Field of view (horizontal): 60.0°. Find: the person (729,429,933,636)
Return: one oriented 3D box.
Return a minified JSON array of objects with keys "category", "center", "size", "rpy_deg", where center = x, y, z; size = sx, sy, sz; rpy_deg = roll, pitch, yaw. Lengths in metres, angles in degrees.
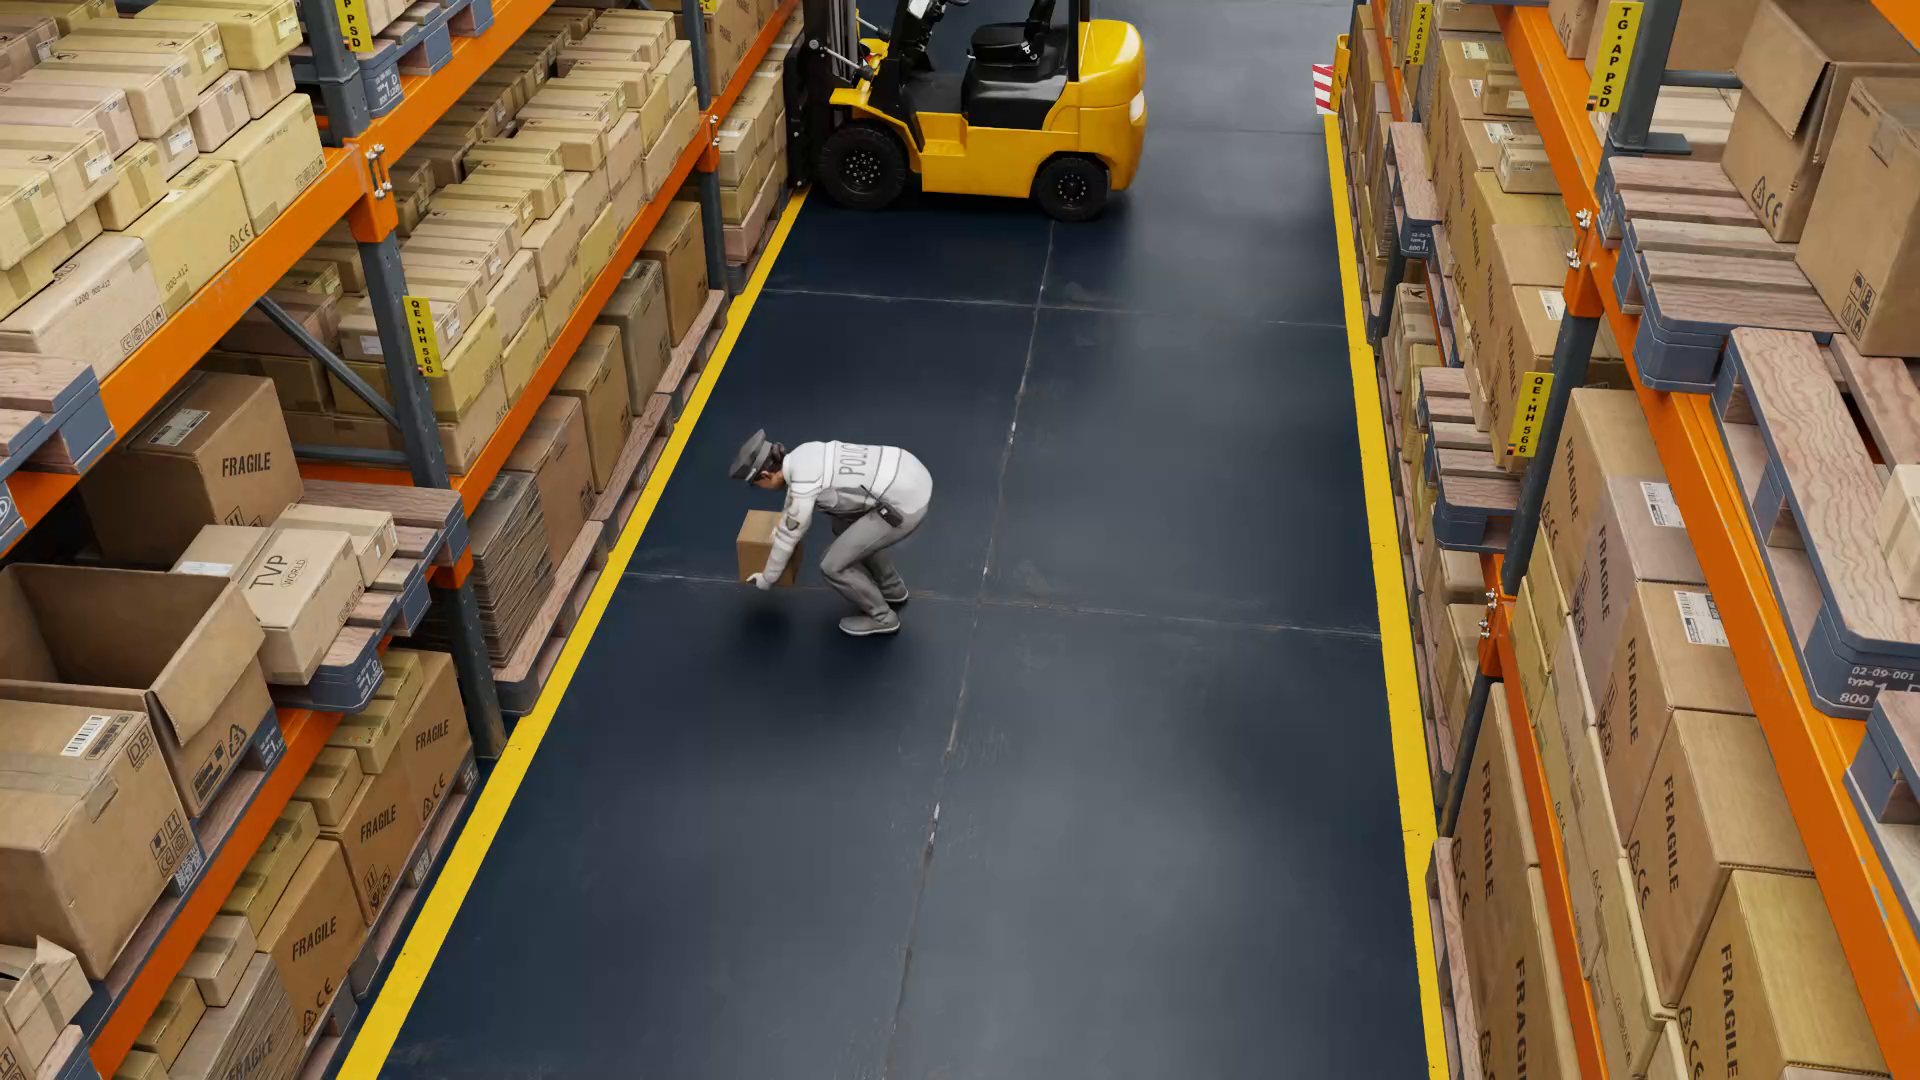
[{"category":"person","center":[-0.587,-0.057,7.682],"size":[0.919,0.996,0.468],"rpy_deg":[3,36,4]}]
